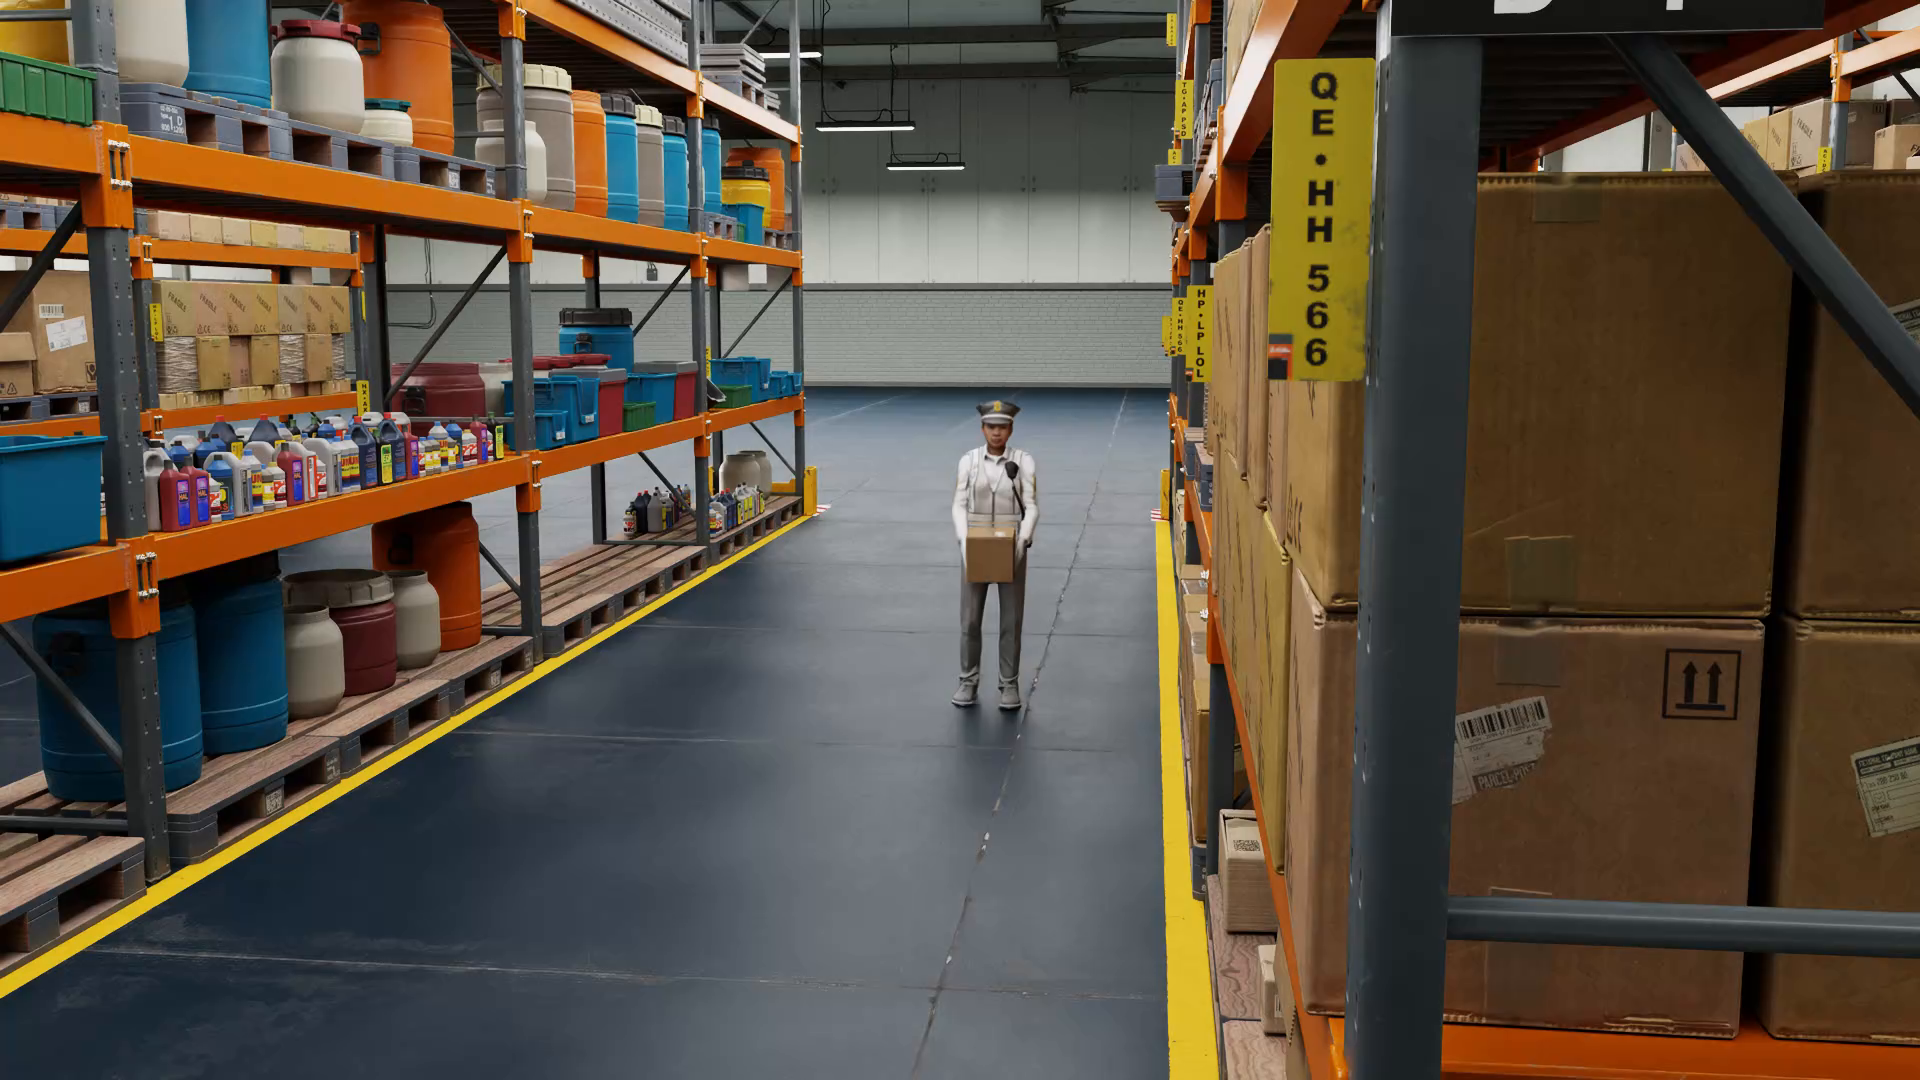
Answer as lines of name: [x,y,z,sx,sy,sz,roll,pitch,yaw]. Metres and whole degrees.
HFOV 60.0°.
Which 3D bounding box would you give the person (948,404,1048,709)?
person: [0.211,0.081,9.176,0.547,1.667,0.409,0,8,3]
